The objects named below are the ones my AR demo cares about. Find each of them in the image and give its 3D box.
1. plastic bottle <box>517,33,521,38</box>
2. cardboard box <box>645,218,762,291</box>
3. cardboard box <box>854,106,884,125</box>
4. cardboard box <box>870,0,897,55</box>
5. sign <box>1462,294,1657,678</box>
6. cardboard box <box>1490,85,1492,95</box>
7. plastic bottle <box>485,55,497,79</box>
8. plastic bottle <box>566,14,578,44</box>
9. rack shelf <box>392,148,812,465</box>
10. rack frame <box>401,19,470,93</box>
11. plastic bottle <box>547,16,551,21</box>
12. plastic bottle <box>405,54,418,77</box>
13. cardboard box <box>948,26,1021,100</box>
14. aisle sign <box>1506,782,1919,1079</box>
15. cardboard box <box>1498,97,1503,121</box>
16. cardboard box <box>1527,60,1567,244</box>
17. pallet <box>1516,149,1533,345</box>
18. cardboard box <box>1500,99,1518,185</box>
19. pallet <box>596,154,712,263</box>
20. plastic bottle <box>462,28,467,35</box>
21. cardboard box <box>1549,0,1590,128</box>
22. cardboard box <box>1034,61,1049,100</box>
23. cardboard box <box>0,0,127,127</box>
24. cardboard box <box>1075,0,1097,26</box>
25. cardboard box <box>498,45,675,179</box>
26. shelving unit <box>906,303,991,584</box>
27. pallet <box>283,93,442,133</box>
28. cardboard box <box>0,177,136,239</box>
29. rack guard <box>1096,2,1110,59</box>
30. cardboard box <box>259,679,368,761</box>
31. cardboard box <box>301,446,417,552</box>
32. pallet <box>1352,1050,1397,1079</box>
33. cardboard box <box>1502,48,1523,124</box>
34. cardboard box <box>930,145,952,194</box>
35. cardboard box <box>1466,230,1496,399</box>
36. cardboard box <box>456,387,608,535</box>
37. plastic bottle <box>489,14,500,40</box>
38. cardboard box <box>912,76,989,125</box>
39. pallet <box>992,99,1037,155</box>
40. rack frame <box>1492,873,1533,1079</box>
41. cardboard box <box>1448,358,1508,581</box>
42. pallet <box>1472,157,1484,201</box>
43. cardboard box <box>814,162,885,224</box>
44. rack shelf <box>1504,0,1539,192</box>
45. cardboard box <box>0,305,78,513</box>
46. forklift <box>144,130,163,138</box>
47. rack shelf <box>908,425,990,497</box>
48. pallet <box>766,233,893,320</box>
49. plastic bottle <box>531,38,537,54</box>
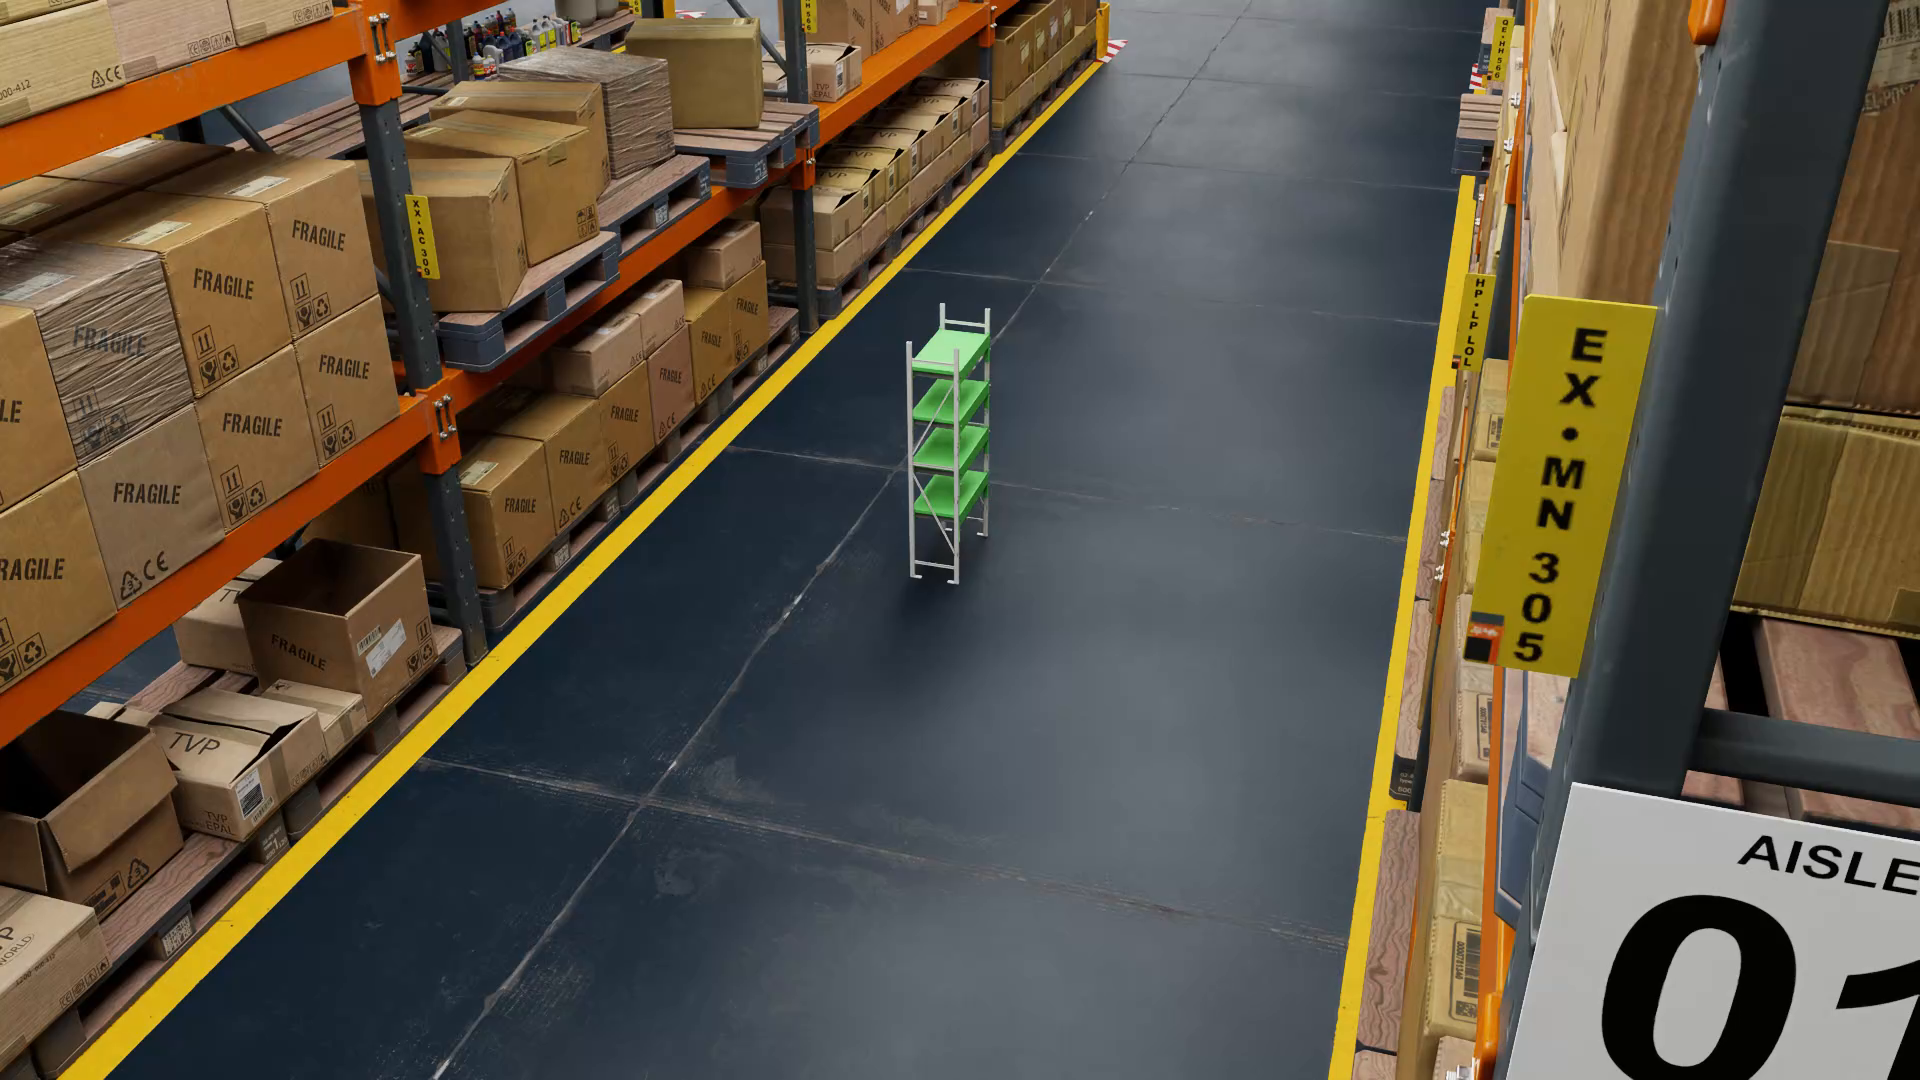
[{"bbox_3d":[-4.266,-4.755,16.066,0.097,0.271,0.097,0,29,0],"label":"plastic bottle"},{"bbox_3d":[-1.465,-1.643,9.466,0.500,0.250,0.500,10,31,17],"label":"cardboard box"},{"bbox_3d":[-0.890,-3.167,12.678,0.500,0.311,0.500,8,30,13],"label":"cardboard box"},{"bbox_3d":[-0.771,-3.781,11.858,0.500,0.500,0.500,9,30,15],"label":"cardboard box"},{"bbox_3d":[0.471,-0.035,1.312,0.100,0.325,0.005,8,30,15],"label":"sign"},{"bbox_3d":[4.963,-3.916,14.322,0.700,0.500,0.500,7,30,12],"label":"cardboard box"},{"bbox_3d":[-4.390,-4.427,15.549,0.097,0.201,0.097,0,29,0],"label":"plastic bottle"},{"bbox_3d":[-3.925,-5.169,16.798,0.061,0.283,0.133,9,30,16],"label":"plastic bottle"},{"bbox_3d":[-1.989,-1.467,8.541,1.077,0.370,4.000,8,30,15],"label":"rack shelf"},{"bbox_3d":[-4.962,-5.278,14.652,1.000,3.000,0.127,8,30,15],"label":"rack frame"},{"bbox_3d":[-4.110,-5.128,16.724,0.061,0.283,0.133,8,30,15],"label":"plastic bottle"},{"bbox_3d":[-5.154,-4.460,15.608,0.097,0.201,0.097,0,29,0],"label":"plastic bottle"},{"bbox_3d":[0.207,-4.050,14.070,0.500,0.500,0.500,8,30,15],"label":"cardboard box"},{"bbox_3d":[0.678,0.567,1.471,0.394,0.787,0.004,8,30,15],"label":"aisle sign"},{"bbox_3d":[2.947,-1.999,8.328,0.500,0.500,0.500,9,30,16],"label":"cardboard box"},{"bbox_3d":[1.247,-0.623,2.818,0.500,0.250,0.500,8,30,13],"label":"cardboard box"},{"bbox_3d":[1.550,-0.475,3.023,1.003,0.211,1.213,8,30,15],"label":"pallet"},{"bbox_3d":[2.511,-1.620,6.876,0.500,0.250,0.500,8,30,14],"label":"cardboard box"},{"bbox_3d":[-1.969,-1.722,8.458,1.003,0.211,1.213,8,30,15],"label":"pallet"},{"bbox_3d":[-4.898,-4.892,16.231,0.144,0.351,0.185,8,30,15],"label":"plastic bottle"},{"bbox_3d":[1.242,-0.942,2.619,0.500,0.500,0.500,7,30,13],"label":"cardboard box"},{"bbox_3d":[0.501,-4.187,15.087,0.500,0.250,0.500,8,30,15],"label":"cardboard box"},{"bbox_3d":[-2.760,-1.368,4.693,0.500,0.250,0.500,8,30,15],"label":"cardboard box"},{"bbox_3d":[1.073,-5.446,16.580,0.500,0.500,0.500,8,30,15],"label":"cardboard box"},{"bbox_3d":[-1.930,-2.231,8.640,0.700,0.500,0.500,14,32,24],"label":"cardboard box"},{"bbox_3d":[-0.049,-0.447,7.820,0.258,1.200,0.503,8,30,15],"label":"shelving unit"},{"bbox_3d":[-5.156,-3.689,14.664,1.003,0.211,1.213,8,30,15],"label":"pallet"},{"bbox_3d":[-3.135,-0.914,5.675,0.500,0.500,0.500,8,30,13],"label":"cardboard box"},{"bbox_3d":[0.953,-5.347,17.348,1.175,0.500,0.348,8,30,15],"label":"rack guard"},{"bbox_3d":[-2.525,0.690,6.404,0.380,0.149,0.250,8,30,15],"label":"cardboard box"},{"bbox_3d":[-2.706,-0.222,7.682,0.500,0.500,0.500,8,30,15],"label":"cardboard box"},{"bbox_3d":[1.506,1.983,4.468,1.003,0.211,1.213,8,30,15],"label":"pallet"},{"bbox_3d":[2.798,-2.091,7.723,0.500,0.250,0.500,8,30,14],"label":"cardboard box"},{"bbox_3d":[-0.373,-2.845,12.674,0.500,0.250,0.500,9,30,16],"label":"cardboard box"},{"bbox_3d":[2.195,-0.818,6.205,0.500,0.500,0.500,9,30,15],"label":"cardboard box"},{"bbox_3d":[-2.056,-0.391,7.986,0.500,0.500,0.500,9,30,16],"label":"cardboard box"},{"bbox_3d":[-4.719,-5.179,16.829,0.097,0.271,0.097,0,29,0],"label":"plastic bottle"},{"bbox_3d":[-0.073,-3.567,13.397,0.500,0.311,0.500,8,30,15],"label":"cardboard box"},{"bbox_3d":[0.045,-3.714,14.710,1.003,0.211,1.213,8,30,15],"label":"pallet"},{"bbox_3d":[0.986,1.712,2.086,1.000,3.000,0.127,8,30,15],"label":"rack frame"},{"bbox_3d":[1.985,-0.028,4.906,0.980,0.700,0.700,9,30,16],"label":"cardboard box"},{"bbox_3d":[4.672,-2.963,13.359,1.003,0.211,1.213,8,30,15],"label":"pallet"},{"bbox_3d":[-0.822,-2.384,11.270,0.500,0.311,0.500,8,30,14],"label":"cardboard box"},{"bbox_3d":[2.747,-2.072,6.544,1.077,0.370,4.000,8,30,15],"label":"rack shelf"},{"bbox_3d":[-2.922,-0.354,4.669,0.500,0.500,0.500,8,30,14],"label":"cardboard box"},{"bbox_3d":[-4.827,-2.100,9.009,1.130,2.935,3.031,-7,30,-12],"label":"forklift"},{"bbox_3d":[-0.049,-0.392,7.851,0.258,0.148,0.480,8,30,15],"label":"rack shelf"},{"bbox_3d":[-1.123,-1.869,11.392,1.003,0.211,1.213,8,30,15],"label":"pallet"},{"bbox_3d":[-4.168,-4.779,16.181,0.097,0.201,0.097,0,29,0],"label":"plastic bottle"}]
